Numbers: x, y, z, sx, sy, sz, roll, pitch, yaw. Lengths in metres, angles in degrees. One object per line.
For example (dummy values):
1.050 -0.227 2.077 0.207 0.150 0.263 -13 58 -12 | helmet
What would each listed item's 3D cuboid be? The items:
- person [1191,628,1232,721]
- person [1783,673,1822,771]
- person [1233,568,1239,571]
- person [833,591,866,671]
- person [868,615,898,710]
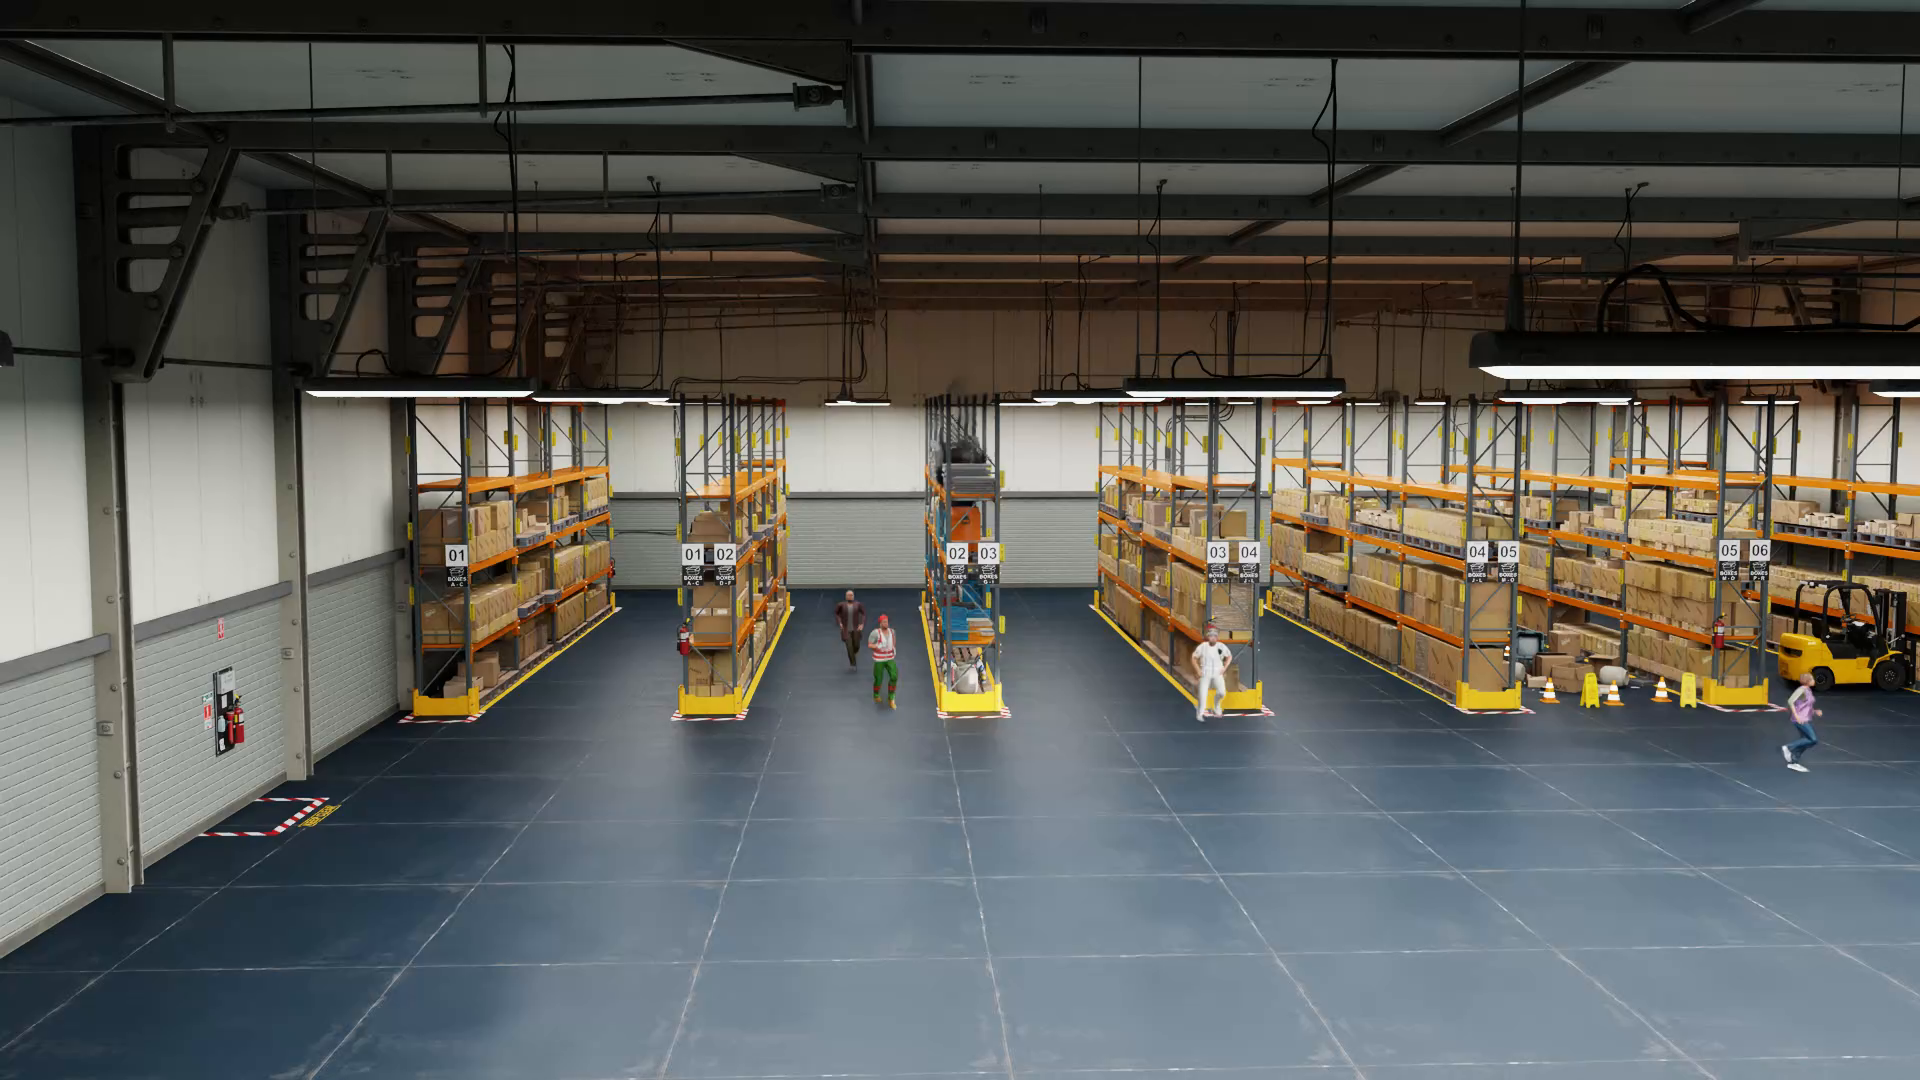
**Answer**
4.641 2.483 30.546 0.760 1.745 0.553 0 5 -4 | person
13.349 2.873 26.329 0.521 1.558 0.547 3 6 37 | person
7.662 1.287 45.908 0.604 1.669 0.810 0 5 -2 | person
-2.421 1.974 36.601 0.734 1.745 0.723 -1 5 -8 | person
-1.496 2.328 31.846 0.631 1.823 0.824 -2 5 -22 | person
